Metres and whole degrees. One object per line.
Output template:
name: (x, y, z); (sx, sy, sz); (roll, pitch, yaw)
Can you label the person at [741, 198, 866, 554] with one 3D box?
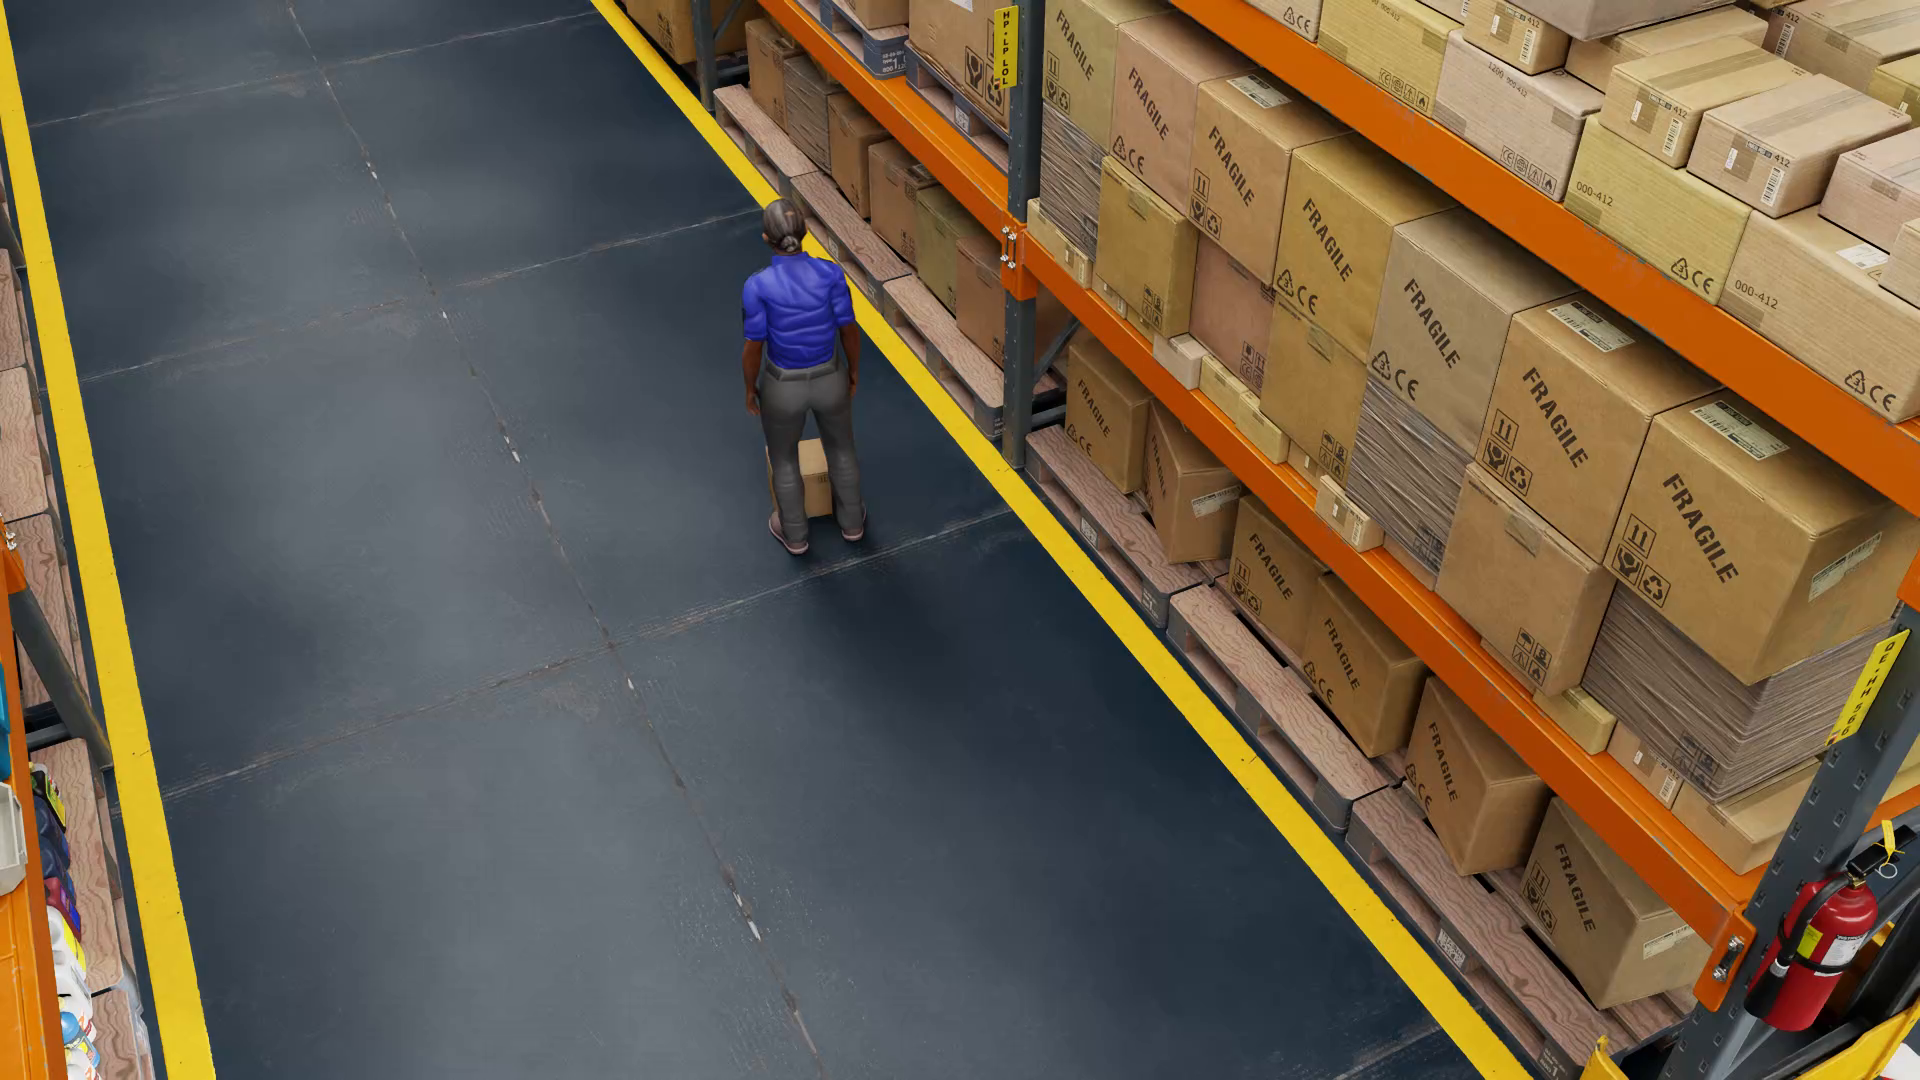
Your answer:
person: (-0.645, -0.650, 6.897); (0.506, 1.655, 0.346); (-12, 43, -13)
